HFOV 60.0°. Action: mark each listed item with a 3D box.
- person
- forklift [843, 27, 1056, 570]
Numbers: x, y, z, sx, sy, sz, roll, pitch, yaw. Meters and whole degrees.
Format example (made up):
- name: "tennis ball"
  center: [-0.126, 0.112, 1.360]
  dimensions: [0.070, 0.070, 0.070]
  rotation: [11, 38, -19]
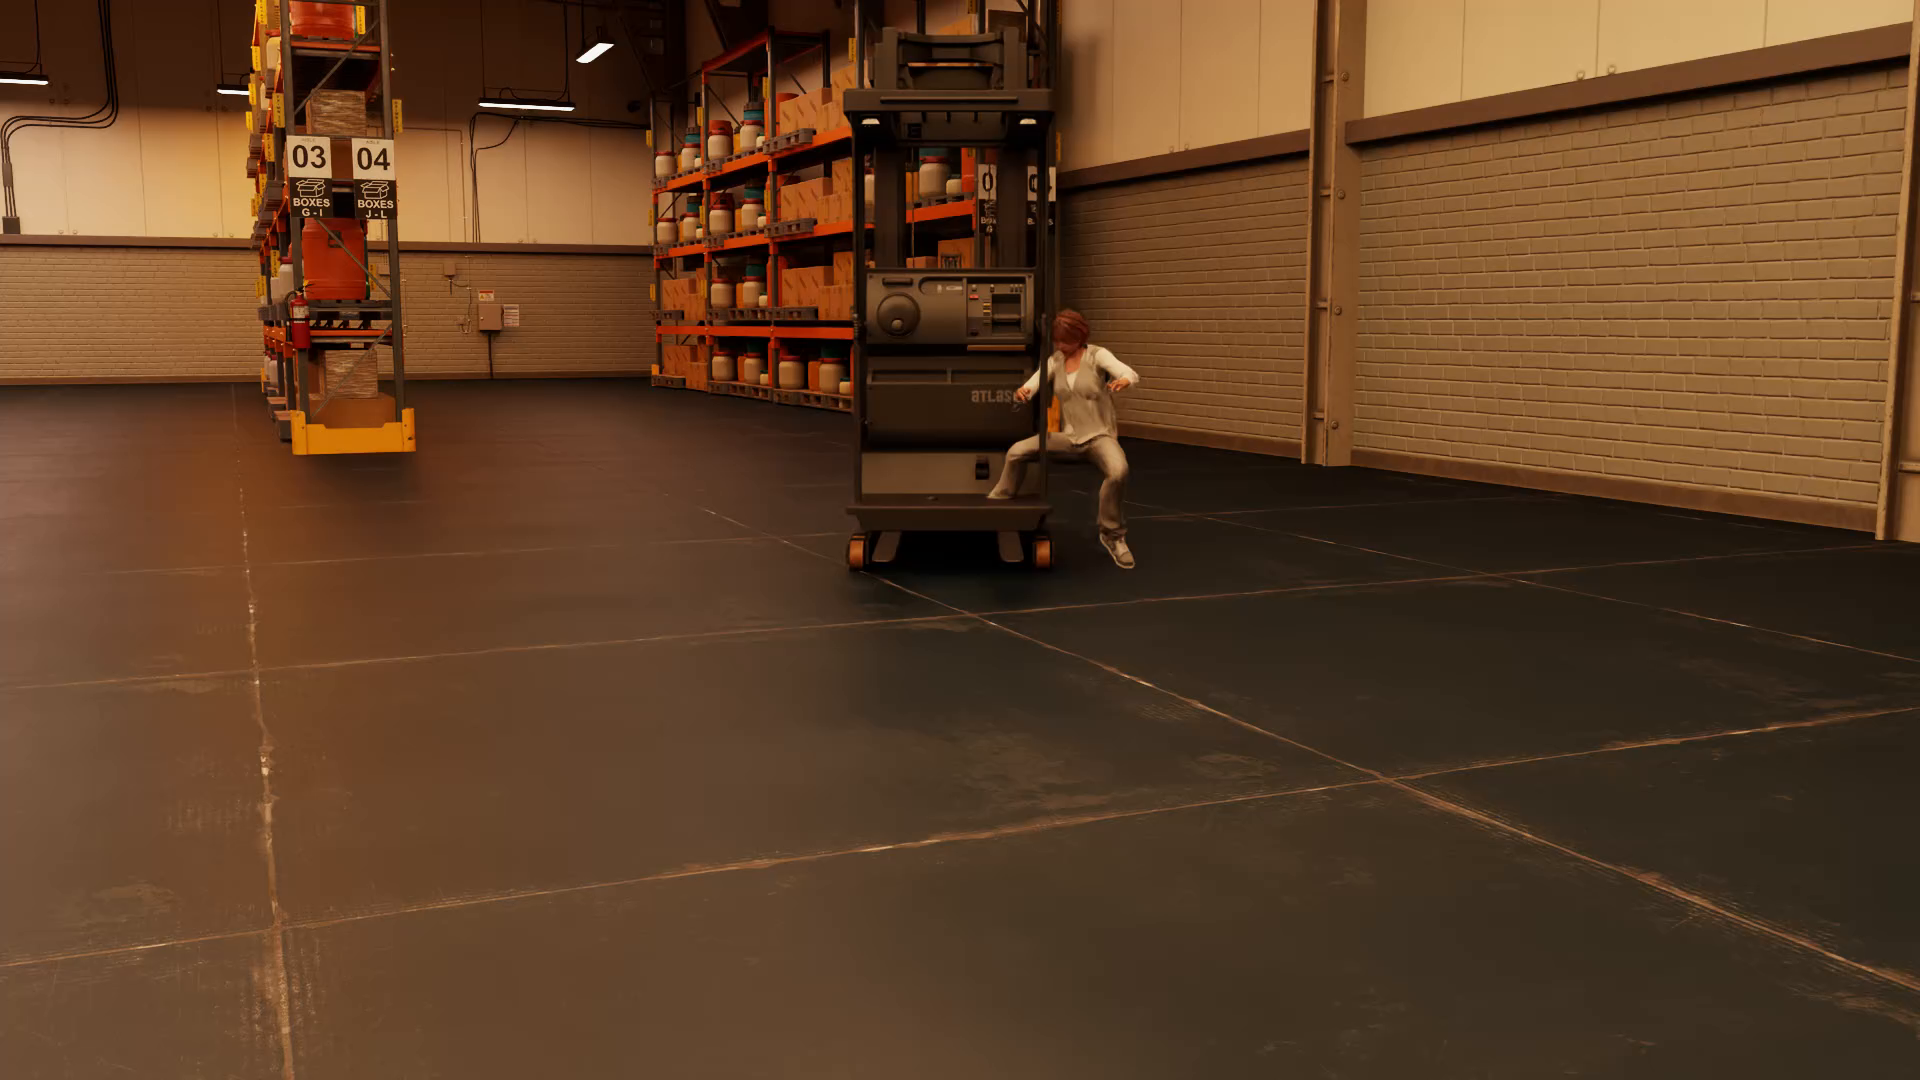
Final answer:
- name: "person"
  center: [0.558, -0.536, 8.933]
  dimensions: [0.878, 1.361, 0.670]
  rotation: [5, 9, 32]
- name: "forklift"
  center: [-0.052, -1.331, 9.034]
  dimensions: [1.130, 2.935, 3.031]
  rotation: [0, 8, 0]
